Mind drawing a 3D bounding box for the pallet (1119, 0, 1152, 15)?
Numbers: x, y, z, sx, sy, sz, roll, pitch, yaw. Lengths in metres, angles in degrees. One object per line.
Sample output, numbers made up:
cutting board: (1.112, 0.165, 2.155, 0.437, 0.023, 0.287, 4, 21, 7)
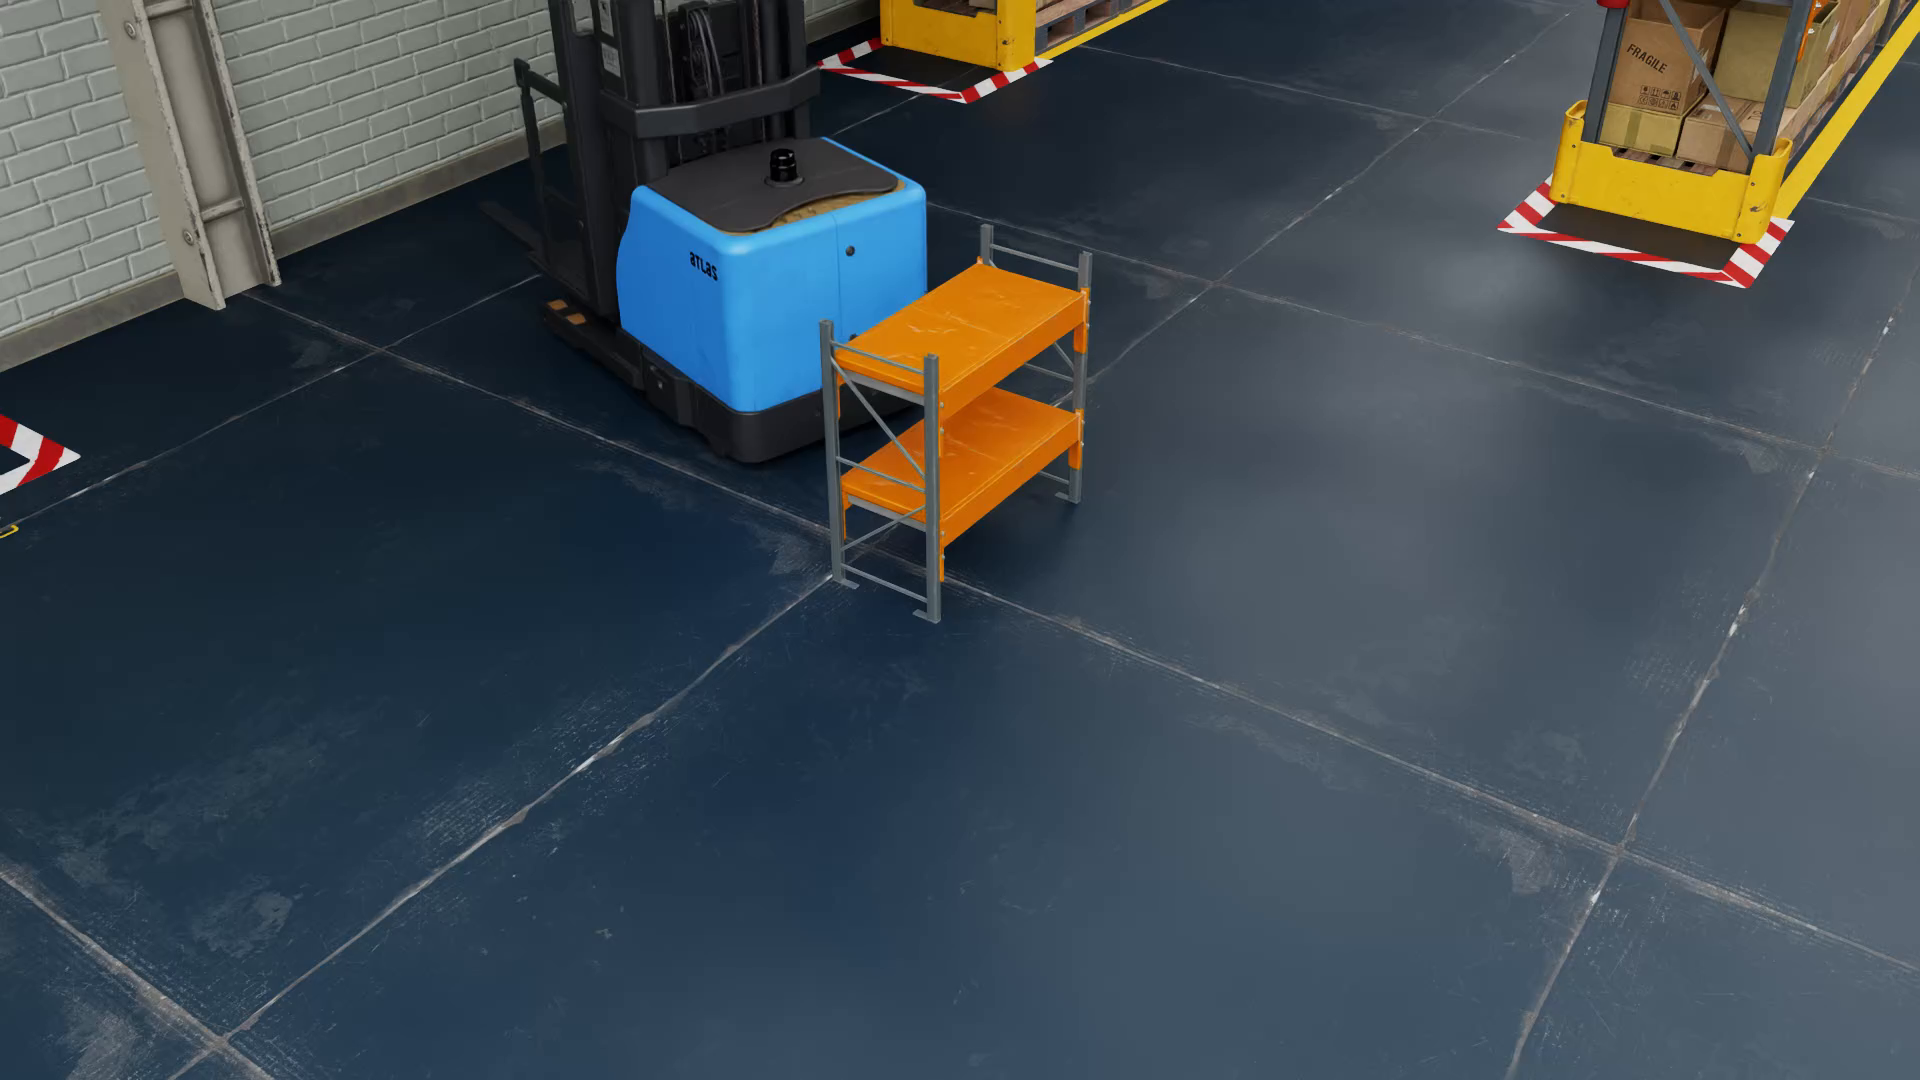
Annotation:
pallet: (1.163, -4.517, 13.241, 1.003, 0.211, 1.213, 21, 39, 28)

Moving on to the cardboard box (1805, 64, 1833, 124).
cardboard box: (5.058, -2.807, 10.302, 0.500, 0.250, 0.500, 21, 39, 28)

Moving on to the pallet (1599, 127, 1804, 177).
pallet: (4.404, -2.345, 10.029, 1.003, 0.211, 1.213, 21, 39, 28)

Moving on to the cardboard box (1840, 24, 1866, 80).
cardboard box: (5.632, -3.266, 10.981, 0.500, 0.250, 0.500, 21, 39, 28)

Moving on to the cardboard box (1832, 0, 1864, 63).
cardboard box: (5.348, -3.346, 10.430, 0.500, 0.500, 0.500, 21, 39, 28)

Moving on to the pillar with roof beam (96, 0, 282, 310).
pillar with roof beam: (-0.265, -3.663, 4.133, 9.100, 9.000, 0.400, 21, 39, 28)

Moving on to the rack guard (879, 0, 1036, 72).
rack guard: (-0.026, -3.715, 11.797, 1.175, 0.500, 0.348, 21, 39, 28)

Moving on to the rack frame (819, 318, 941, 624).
rack frame: (-0.286, -0.235, 6.094, 0.500, 1.125, 0.032, 21, 39, 28)

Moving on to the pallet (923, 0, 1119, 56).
pallet: (0.466, -3.958, 12.414, 1.003, 0.211, 1.213, 21, 39, 28)

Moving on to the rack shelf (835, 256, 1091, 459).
rack shelf: (0.004, -0.712, 6.276, 0.538, 0.278, 1.000, 21, 39, 28)

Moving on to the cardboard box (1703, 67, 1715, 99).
cardboard box: (4.341, -2.745, 10.211, 0.500, 0.250, 0.500, 21, 39, 28)

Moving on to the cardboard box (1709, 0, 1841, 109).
cardboard box: (4.774, -2.887, 9.751, 0.500, 0.500, 0.500, 21, 39, 28)

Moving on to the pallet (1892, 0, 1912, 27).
pallet: (6.671, -4.172, 12.731, 1.003, 0.211, 1.213, 21, 39, 28)

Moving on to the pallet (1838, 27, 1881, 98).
pallet: (5.795, -3.468, 11.690, 1.003, 0.211, 1.213, 21, 39, 28)

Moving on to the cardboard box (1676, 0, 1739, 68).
cardboard box: (4.622, -3.287, 10.343, 0.500, 0.500, 0.500, 21, 39, 28)

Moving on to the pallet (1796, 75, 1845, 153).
pallet: (5.100, -2.904, 10.856, 1.003, 0.211, 1.213, 21, 39, 28)

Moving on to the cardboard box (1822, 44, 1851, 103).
cardboard box: (5.348, -3.035, 10.640, 0.500, 0.250, 0.500, 21, 39, 28)

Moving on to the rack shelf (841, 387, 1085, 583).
rack shelf: (0.004, -0.267, 6.576, 0.538, 0.278, 1.000, 21, 39, 28)

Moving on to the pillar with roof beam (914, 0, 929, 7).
pillar with roof beam: (3.156, -6.424, 8.216, 9.100, 9.000, 0.400, 21, 39, 28)

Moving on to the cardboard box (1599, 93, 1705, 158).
cardboard box: (4.065, -2.511, 9.865, 0.500, 0.250, 0.500, 21, 39, 28)

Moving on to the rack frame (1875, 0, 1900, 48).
rack frame: (6.283, -4.976, 11.430, 1.000, 3.000, 0.127, 21, 39, 28)

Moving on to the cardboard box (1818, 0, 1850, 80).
cardboard box: (5.049, -3.121, 10.098, 0.500, 0.500, 0.500, 21, 39, 28)

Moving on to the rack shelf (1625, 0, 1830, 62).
rack shelf: (5.143, -3.757, 10.270, 1.077, 0.370, 4.000, 21, 39, 28)

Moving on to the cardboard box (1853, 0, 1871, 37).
cardboard box: (5.622, -3.580, 10.777, 0.500, 0.500, 0.500, 21, 39, 28)

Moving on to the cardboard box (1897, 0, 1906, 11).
cardboard box: (6.717, -4.117, 12.240, 0.500, 0.250, 0.500, 20, 39, 27)

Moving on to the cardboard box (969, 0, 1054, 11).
cardboard box: (0.399, -4.073, 12.103, 0.500, 0.311, 0.500, 17, 37, 23)

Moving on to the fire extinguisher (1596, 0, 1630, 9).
fire extinguisher: (3.553, -3.197, 8.869, 0.296, 0.674, 0.183, 21, 39, 28)

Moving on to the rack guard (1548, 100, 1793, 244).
rack guard: (3.989, -2.088, 9.392, 1.175, 0.500, 0.348, 21, 39, 28)

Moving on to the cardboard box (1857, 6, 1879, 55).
cardboard box: (5.905, -3.500, 11.328, 0.500, 0.250, 0.500, 21, 39, 28)

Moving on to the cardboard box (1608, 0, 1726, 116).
cardboard box: (4.064, -2.822, 9.656, 0.500, 0.500, 0.500, 21, 39, 28)

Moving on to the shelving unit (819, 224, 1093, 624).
shelving unit: (0.004, -0.469, 6.439, 0.538, 1.125, 1.048, 21, 39, 28)

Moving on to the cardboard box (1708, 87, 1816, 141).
cardboard box: (4.773, -2.577, 9.962, 0.500, 0.250, 0.500, 21, 39, 28)

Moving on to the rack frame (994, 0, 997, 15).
rack frame: (-0.069, -4.715, 11.045, 1.000, 3.000, 0.127, 21, 39, 28)

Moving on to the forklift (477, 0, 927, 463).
forklift: (-1.433, -2.308, 7.547, 1.130, 2.935, 3.031, -24, 41, -31)

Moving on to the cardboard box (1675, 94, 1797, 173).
cardboard box: (4.491, -2.346, 9.620, 0.500, 0.250, 0.500, 21, 39, 28)

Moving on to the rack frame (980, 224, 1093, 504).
rack frame: (0.294, -0.703, 6.785, 0.500, 1.125, 0.032, 21, 39, 28)

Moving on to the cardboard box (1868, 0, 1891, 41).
cardboard box: (6.198, -3.727, 11.664, 0.500, 0.250, 0.500, 21, 39, 28)

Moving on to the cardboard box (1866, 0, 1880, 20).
cardboard box: (5.904, -3.812, 11.119, 0.500, 0.500, 0.500, 21, 39, 28)

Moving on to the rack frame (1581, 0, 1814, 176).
rack frame: (4.002, -3.135, 8.708, 1.000, 3.000, 0.127, 21, 39, 28)
